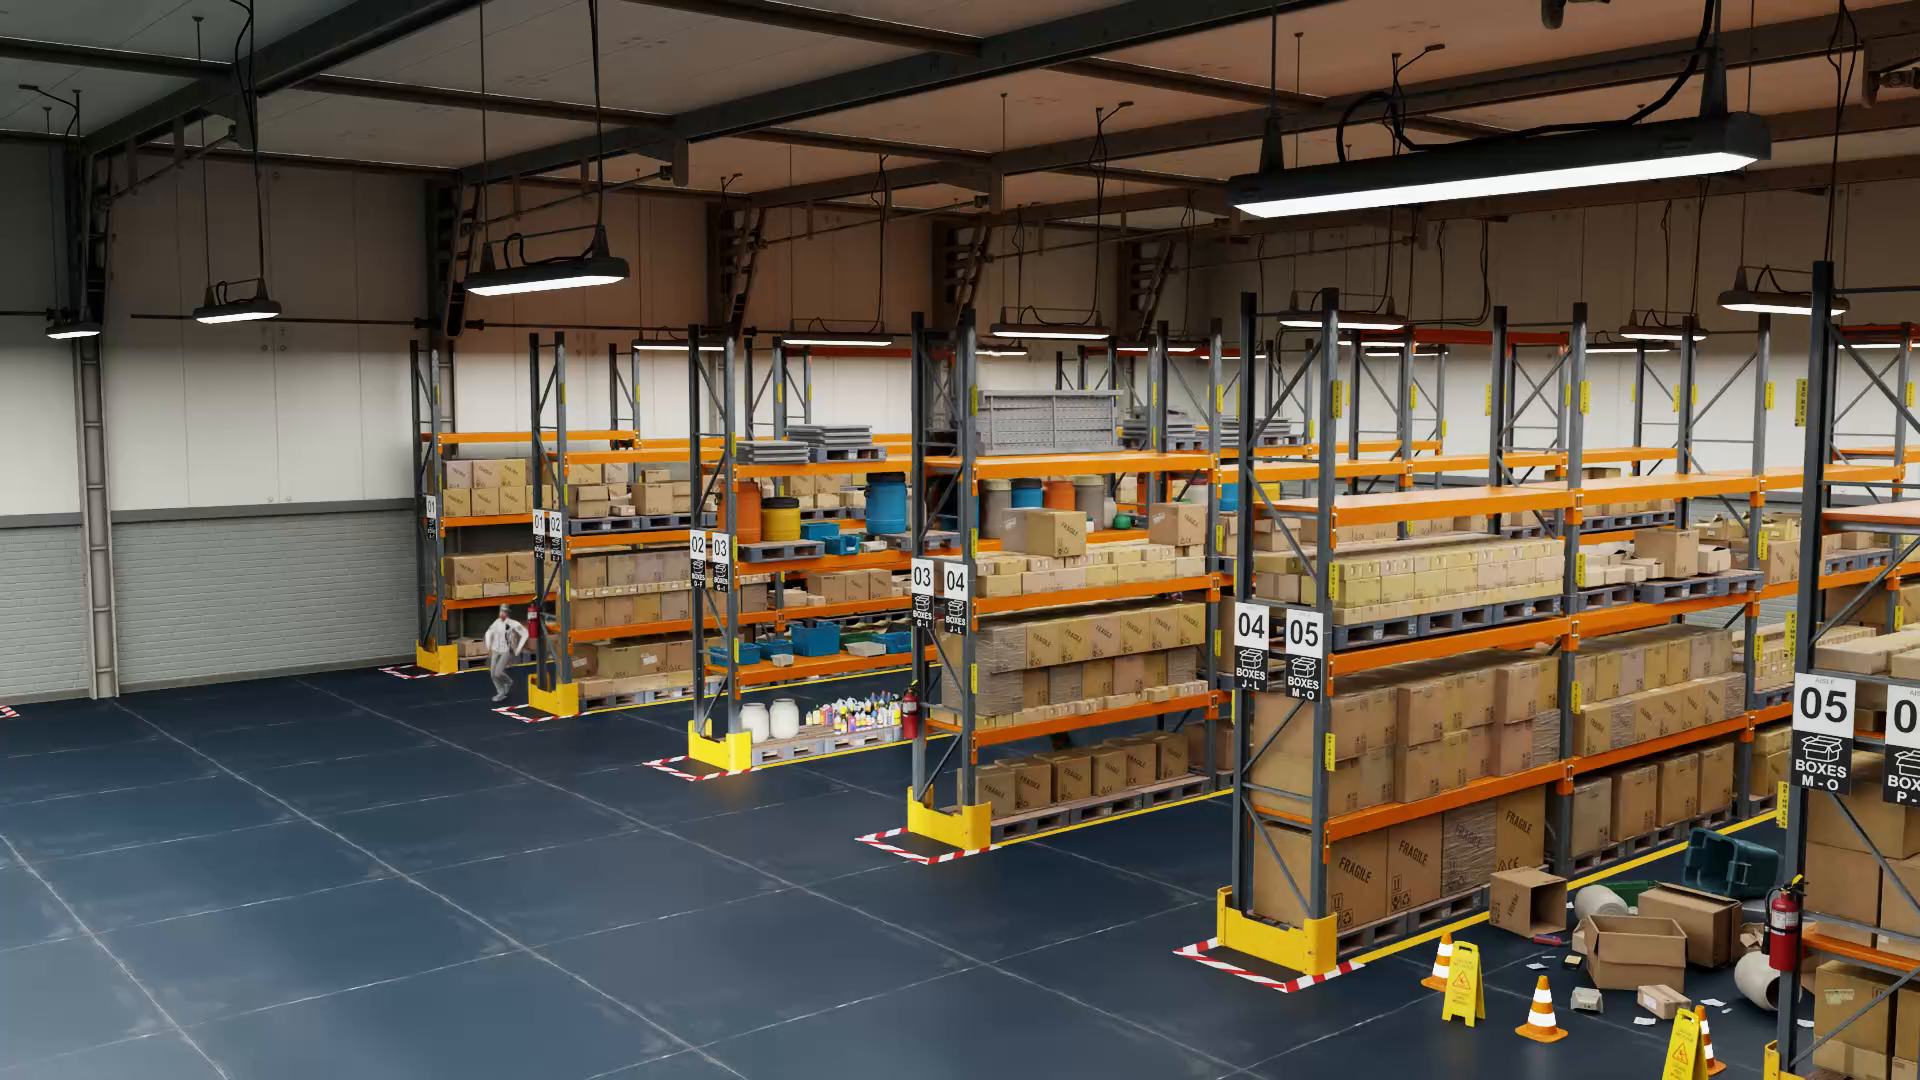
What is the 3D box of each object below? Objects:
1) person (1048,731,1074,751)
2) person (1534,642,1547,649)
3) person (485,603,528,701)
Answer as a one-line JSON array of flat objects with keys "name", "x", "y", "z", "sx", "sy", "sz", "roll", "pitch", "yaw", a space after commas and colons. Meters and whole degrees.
[{"name": "person", "x": 1.295, "y": 2.195, "z": 22.608, "sx": 0.643, "sy": 1.740, "sz": 0.582, "roll": 4, "pitch": 7, "yaw": 40}, {"name": "person", "x": 7.630, "y": 2.253, "z": 21.957, "sx": 0.685, "sy": 1.826, "sz": 0.776, "roll": 5, "pitch": 7, "yaw": 41}, {"name": "person", "x": -7.488, "y": 1.839, "z": 27.268, "sx": 0.713, "sy": 1.637, "sz": 0.476, "roll": 2, "pitch": 6, "yaw": 20}]
